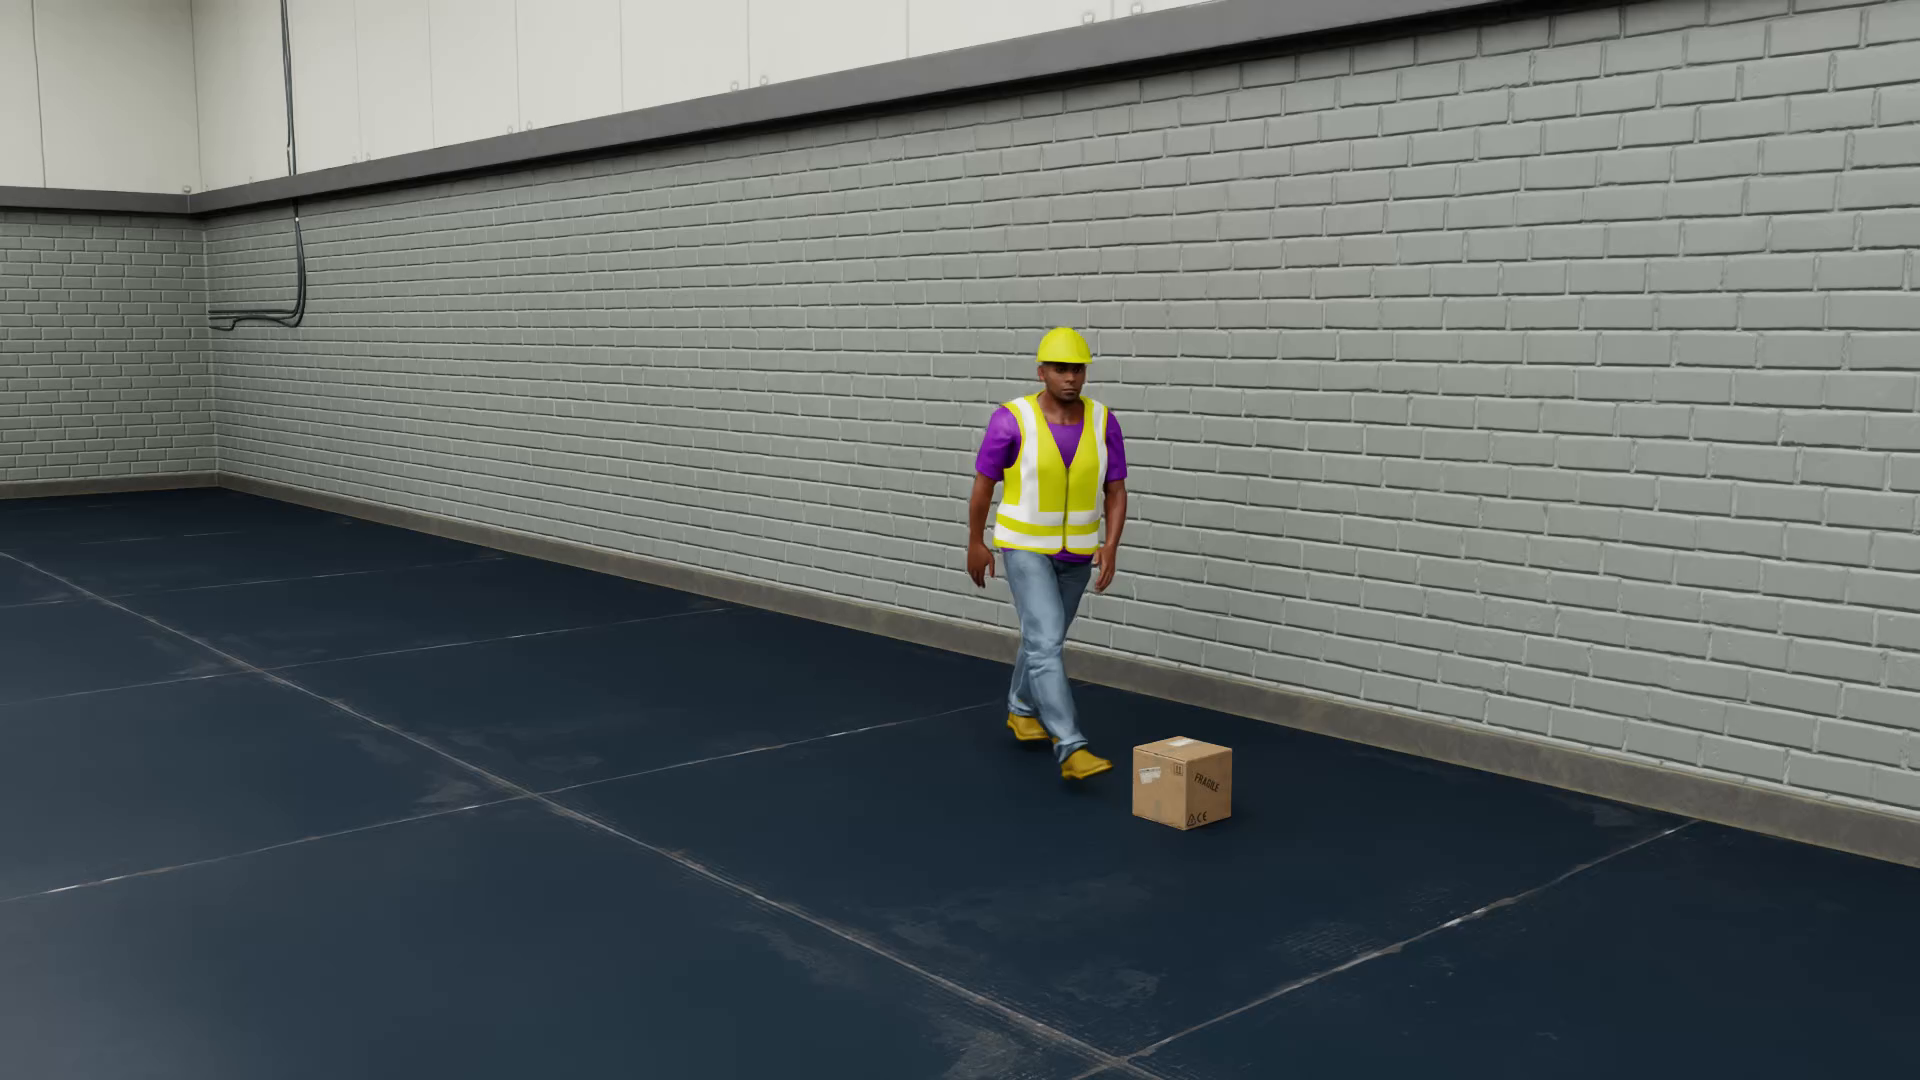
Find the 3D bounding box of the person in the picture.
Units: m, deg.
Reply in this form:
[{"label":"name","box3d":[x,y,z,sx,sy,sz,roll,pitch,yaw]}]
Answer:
[{"label":"person","box3d":[0.384,0.028,6.436,0.568,1.693,1.084,-3,8,-25]}]
